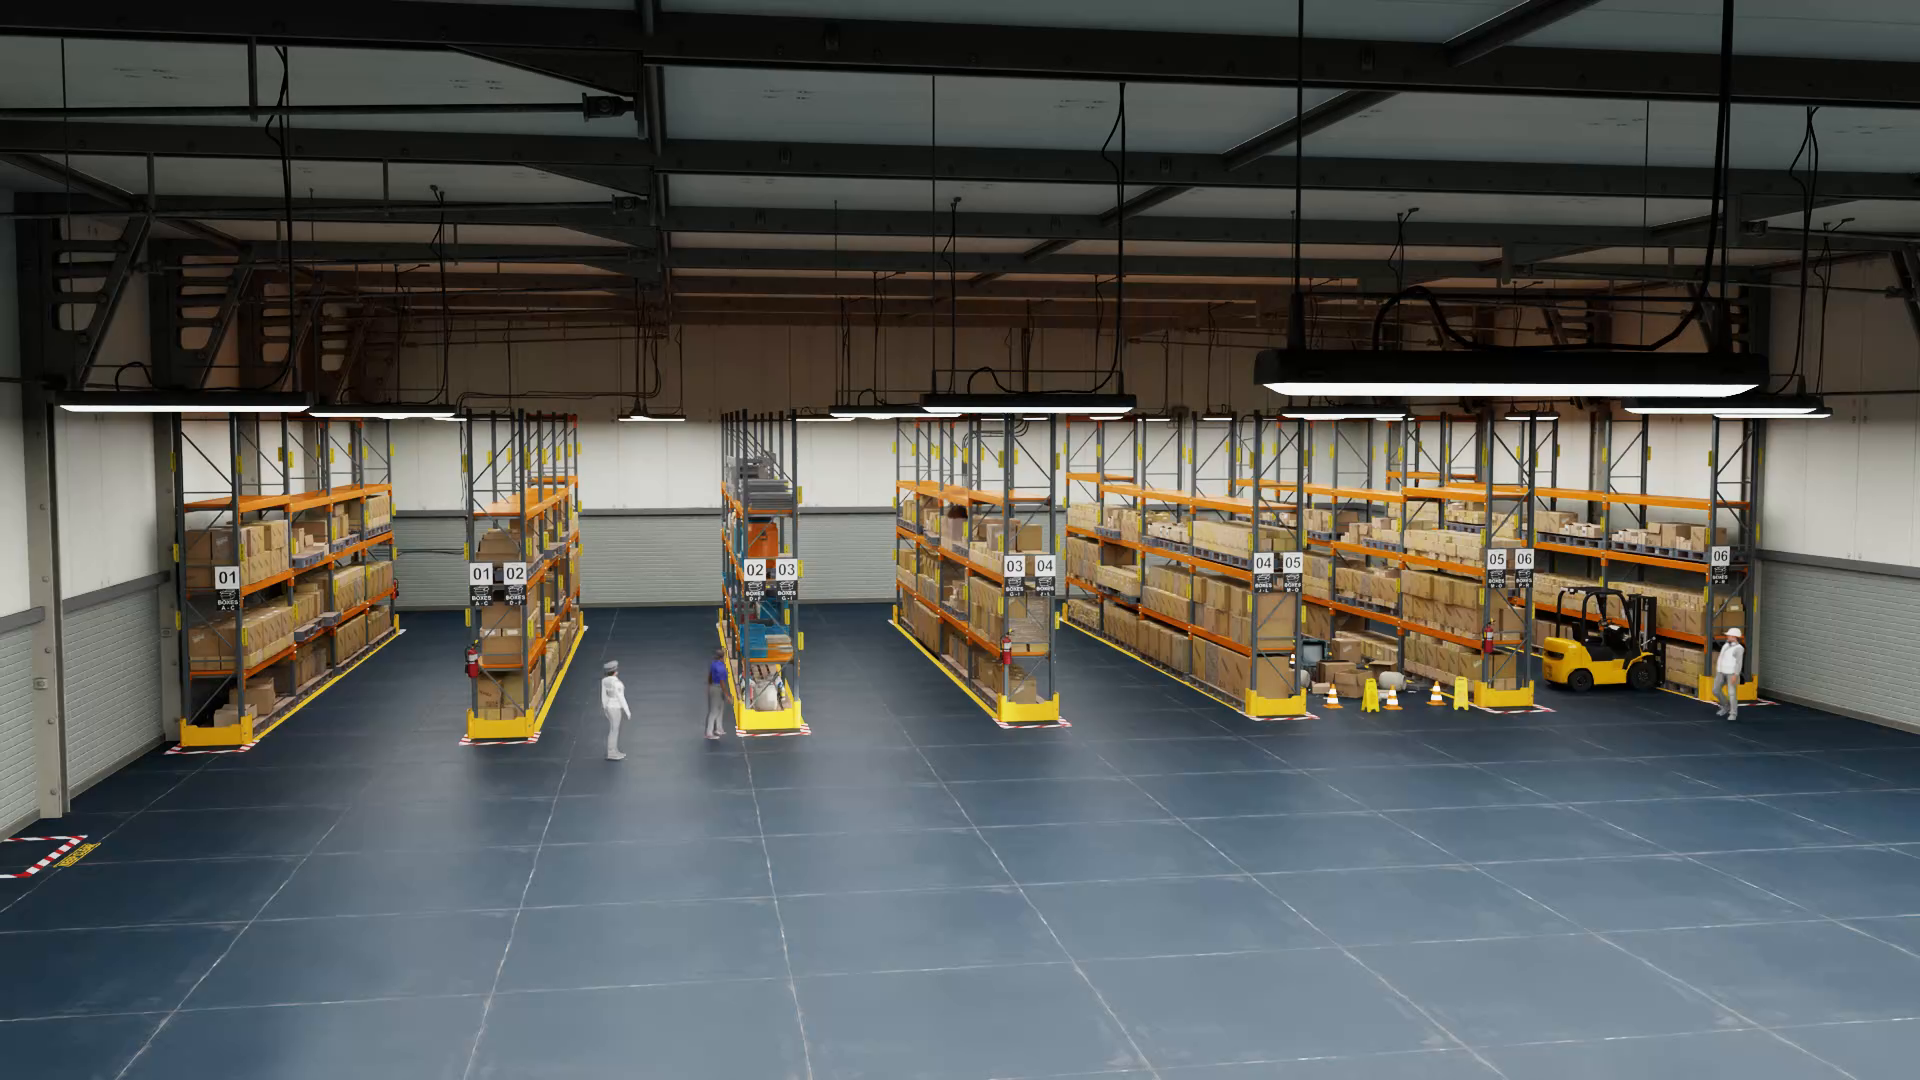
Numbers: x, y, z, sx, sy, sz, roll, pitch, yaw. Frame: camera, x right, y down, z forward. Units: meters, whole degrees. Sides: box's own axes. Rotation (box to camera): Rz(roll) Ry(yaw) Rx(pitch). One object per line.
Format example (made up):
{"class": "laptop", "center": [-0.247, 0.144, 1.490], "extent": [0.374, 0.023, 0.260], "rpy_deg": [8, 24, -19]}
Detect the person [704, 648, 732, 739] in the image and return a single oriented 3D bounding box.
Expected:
{"class": "person", "center": [-4.448, 2.806, 30.410], "extent": [0.506, 1.684, 0.634], "rpy_deg": [-1, 4, -13]}

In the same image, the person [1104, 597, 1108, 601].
{"class": "person", "center": [4.301, 1.371, 50.460], "extent": [0.555, 1.727, 0.431], "rpy_deg": [-2, 4, -27]}

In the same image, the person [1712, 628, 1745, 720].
{"class": "person", "center": [14.935, 2.586, 32.283], "extent": [0.442, 1.782, 0.619], "rpy_deg": [-2, 4, -22]}

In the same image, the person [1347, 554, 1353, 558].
{"class": "person", "center": [12.154, 1.273, 51.706], "extent": [0.906, 1.687, 0.563], "rpy_deg": [-1, 4, -10]}

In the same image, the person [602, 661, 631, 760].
{"class": "person", "center": [-5.879, 2.907, 28.421], "extent": [0.436, 1.701, 0.538], "rpy_deg": [-2, 4, -25]}
